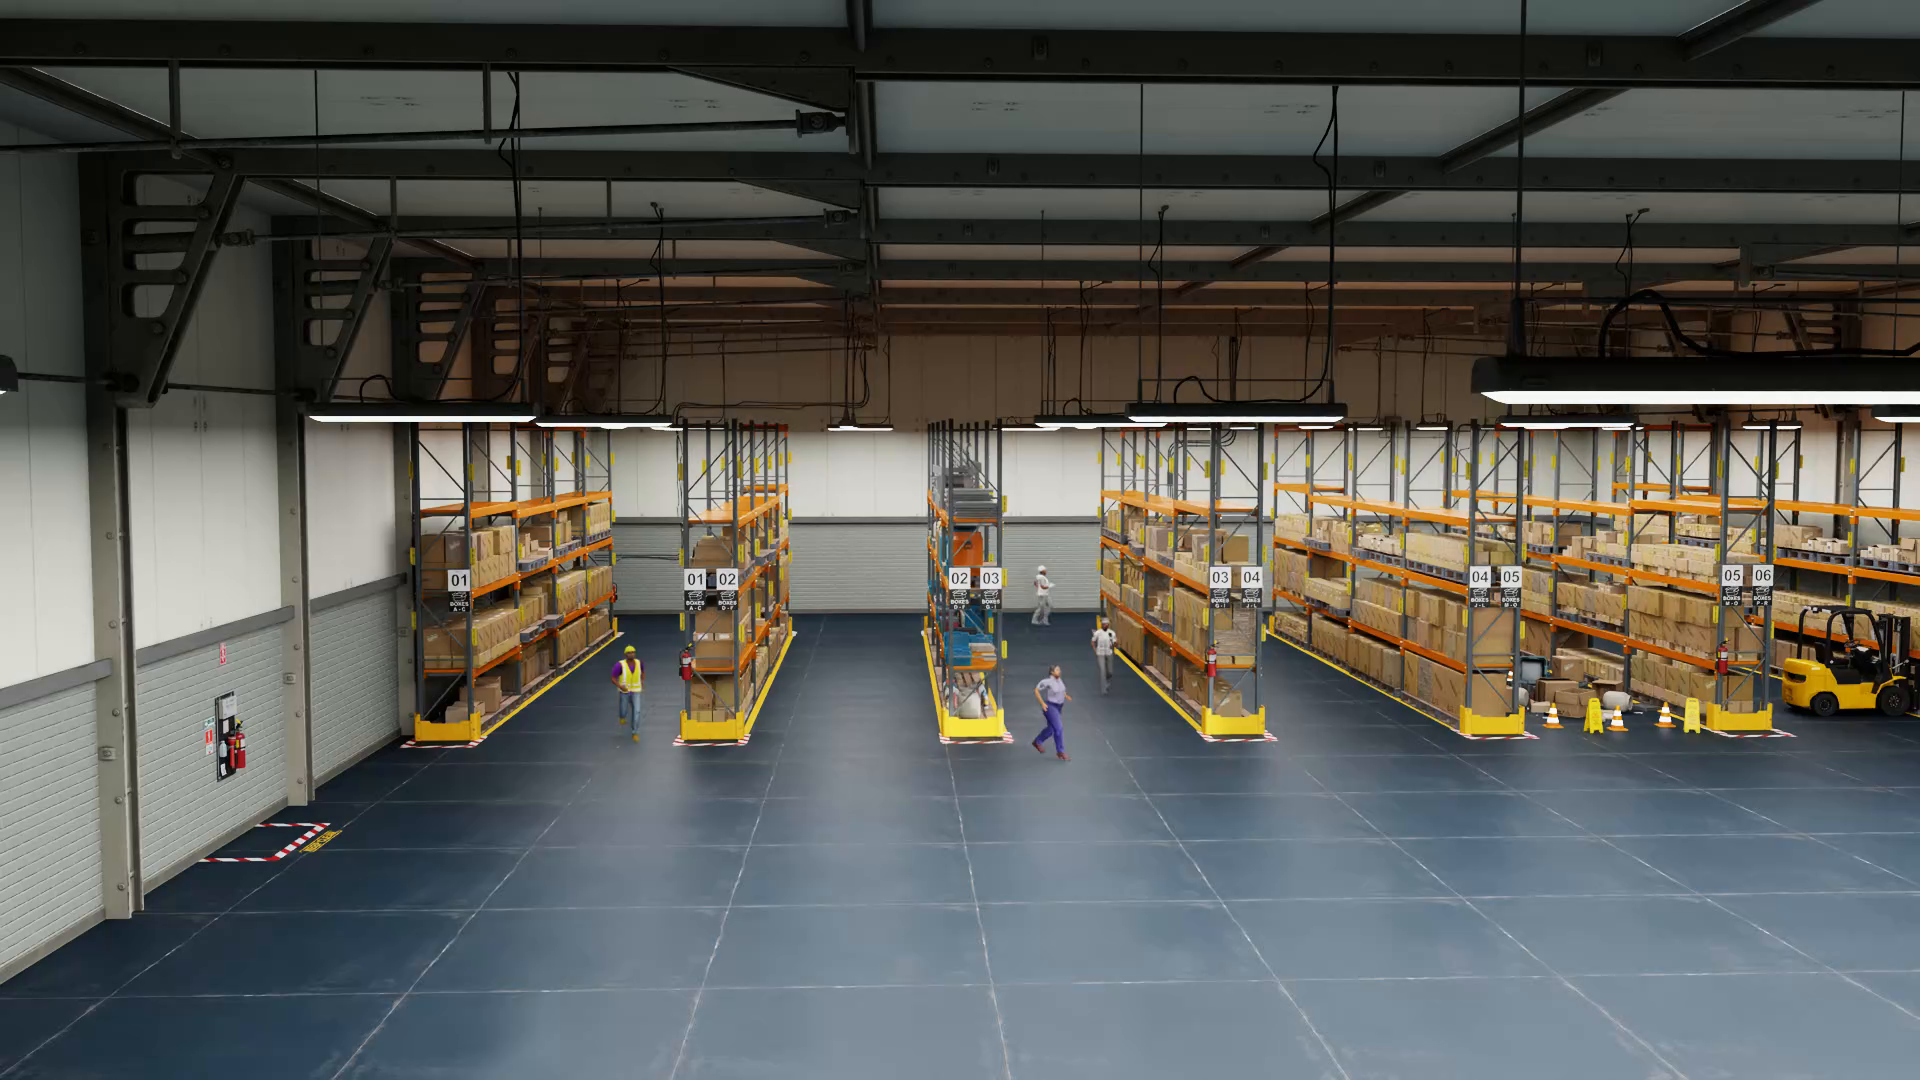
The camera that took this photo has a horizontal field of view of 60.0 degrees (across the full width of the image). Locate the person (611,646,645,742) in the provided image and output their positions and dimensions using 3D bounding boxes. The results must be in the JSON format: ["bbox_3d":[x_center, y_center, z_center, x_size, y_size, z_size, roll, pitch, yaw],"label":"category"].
[{"bbox_3d":[-6.230,2.866,31.291,0.672,1.757,1.089,-1,4,-19],"label":"person"}]

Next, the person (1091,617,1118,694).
[{"bbox_3d":[3.196,2.533,36.756,0.588,1.666,0.806,0,4,-1],"label":"person"}]

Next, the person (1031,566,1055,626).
[{"bbox_3d":[2.484,1.675,49.389,0.715,1.827,0.659,0,4,7],"label":"person"}]

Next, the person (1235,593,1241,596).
[{"bbox_3d":[8.178,1.809,48.435,0.919,1.634,0.594,-2,4,-31],"label":"person"}]

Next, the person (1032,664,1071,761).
[{"bbox_3d":[1.642,3.023,29.389,0.838,1.675,0.605,2,4,32],"label":"person"}]
